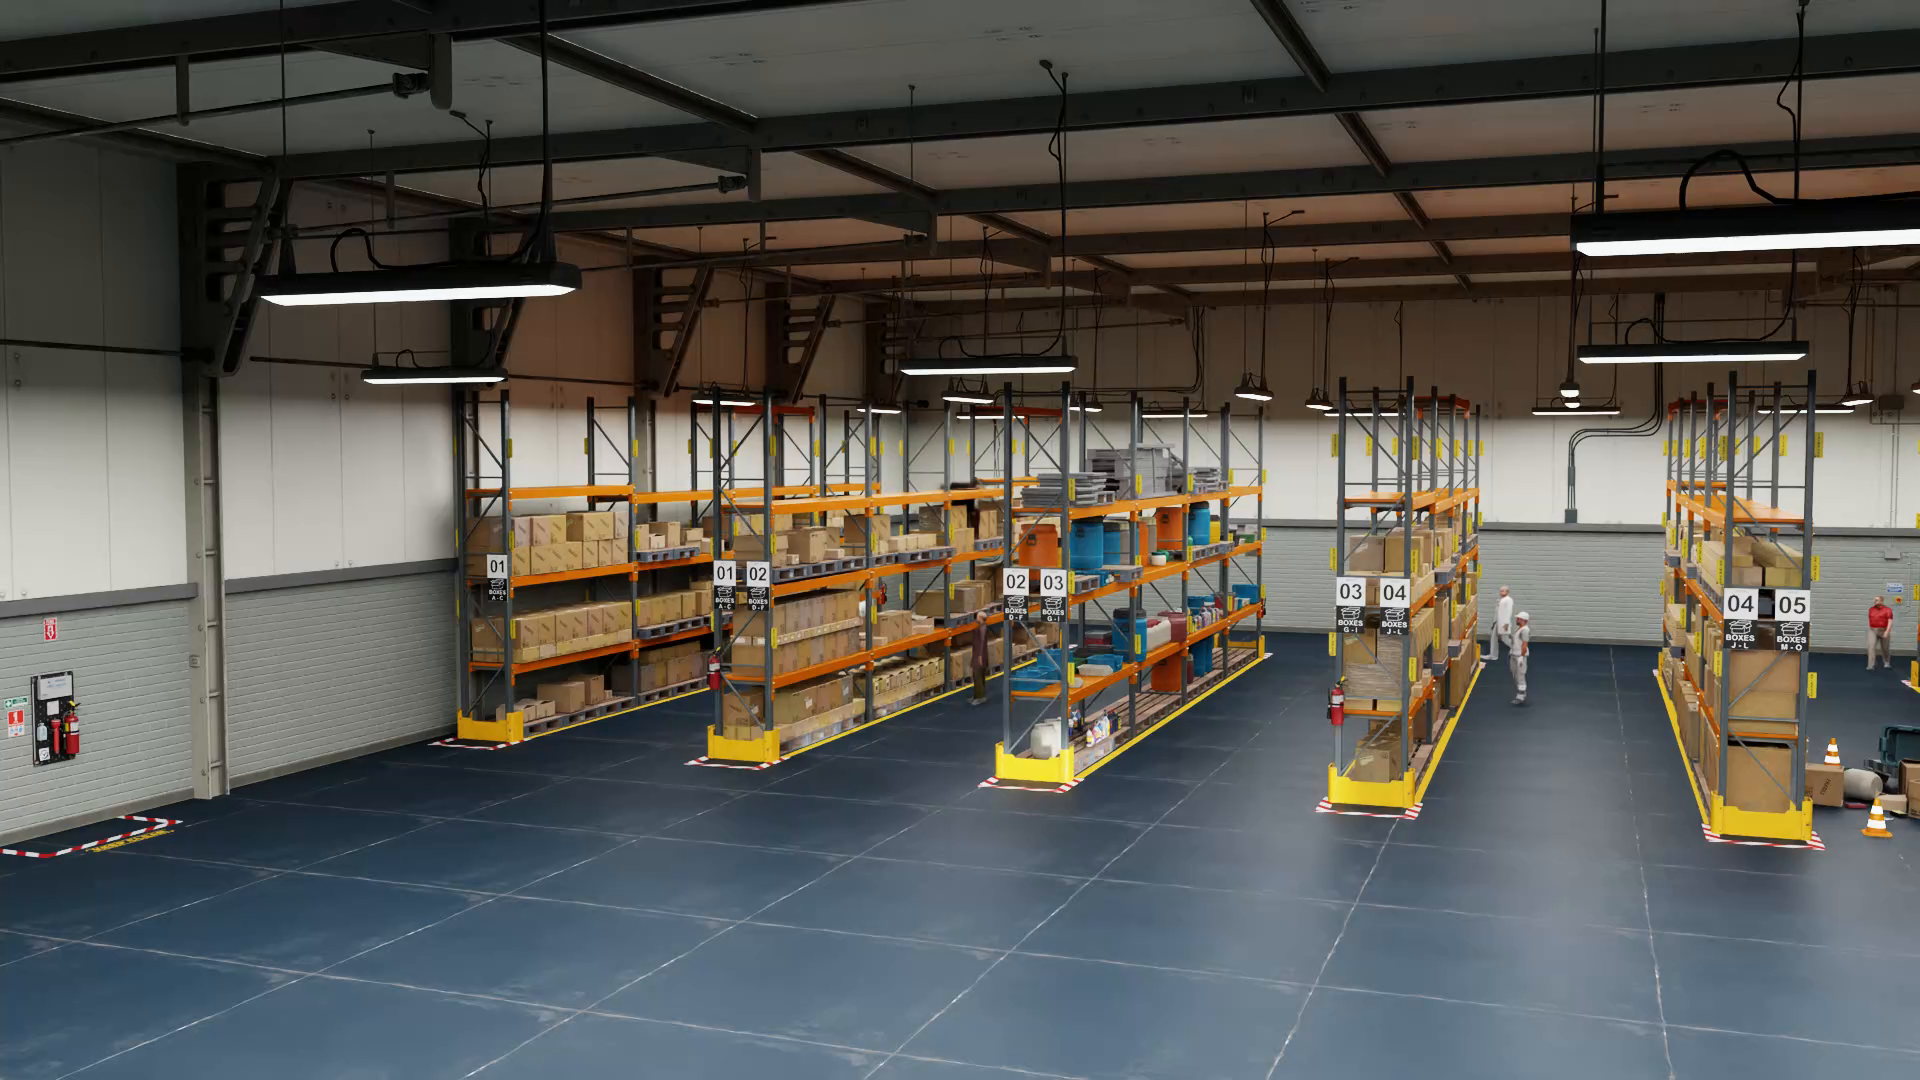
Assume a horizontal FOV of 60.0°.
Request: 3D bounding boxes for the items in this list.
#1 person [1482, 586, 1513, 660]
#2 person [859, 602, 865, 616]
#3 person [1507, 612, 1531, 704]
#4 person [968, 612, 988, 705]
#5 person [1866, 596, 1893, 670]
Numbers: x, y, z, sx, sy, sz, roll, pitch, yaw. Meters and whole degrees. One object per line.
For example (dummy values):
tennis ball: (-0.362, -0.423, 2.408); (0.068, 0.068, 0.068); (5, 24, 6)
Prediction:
person: (12.834, 1.964, 39.209); (0.947, 1.754, 0.619); (0, 3, -6)
person: (-2.411, 2.026, 38.489); (0.684, 1.722, 0.975); (1, 3, 10)
person: (11.000, 2.311, 32.774); (0.499, 1.799, 0.568); (-1, 3, -19)
person: (0.350, 2.325, 32.710); (0.405, 1.832, 0.637); (0, 3, 7)
person: (20.687, 2.087, 37.399); (0.506, 1.677, 1.063); (2, 4, 36)
